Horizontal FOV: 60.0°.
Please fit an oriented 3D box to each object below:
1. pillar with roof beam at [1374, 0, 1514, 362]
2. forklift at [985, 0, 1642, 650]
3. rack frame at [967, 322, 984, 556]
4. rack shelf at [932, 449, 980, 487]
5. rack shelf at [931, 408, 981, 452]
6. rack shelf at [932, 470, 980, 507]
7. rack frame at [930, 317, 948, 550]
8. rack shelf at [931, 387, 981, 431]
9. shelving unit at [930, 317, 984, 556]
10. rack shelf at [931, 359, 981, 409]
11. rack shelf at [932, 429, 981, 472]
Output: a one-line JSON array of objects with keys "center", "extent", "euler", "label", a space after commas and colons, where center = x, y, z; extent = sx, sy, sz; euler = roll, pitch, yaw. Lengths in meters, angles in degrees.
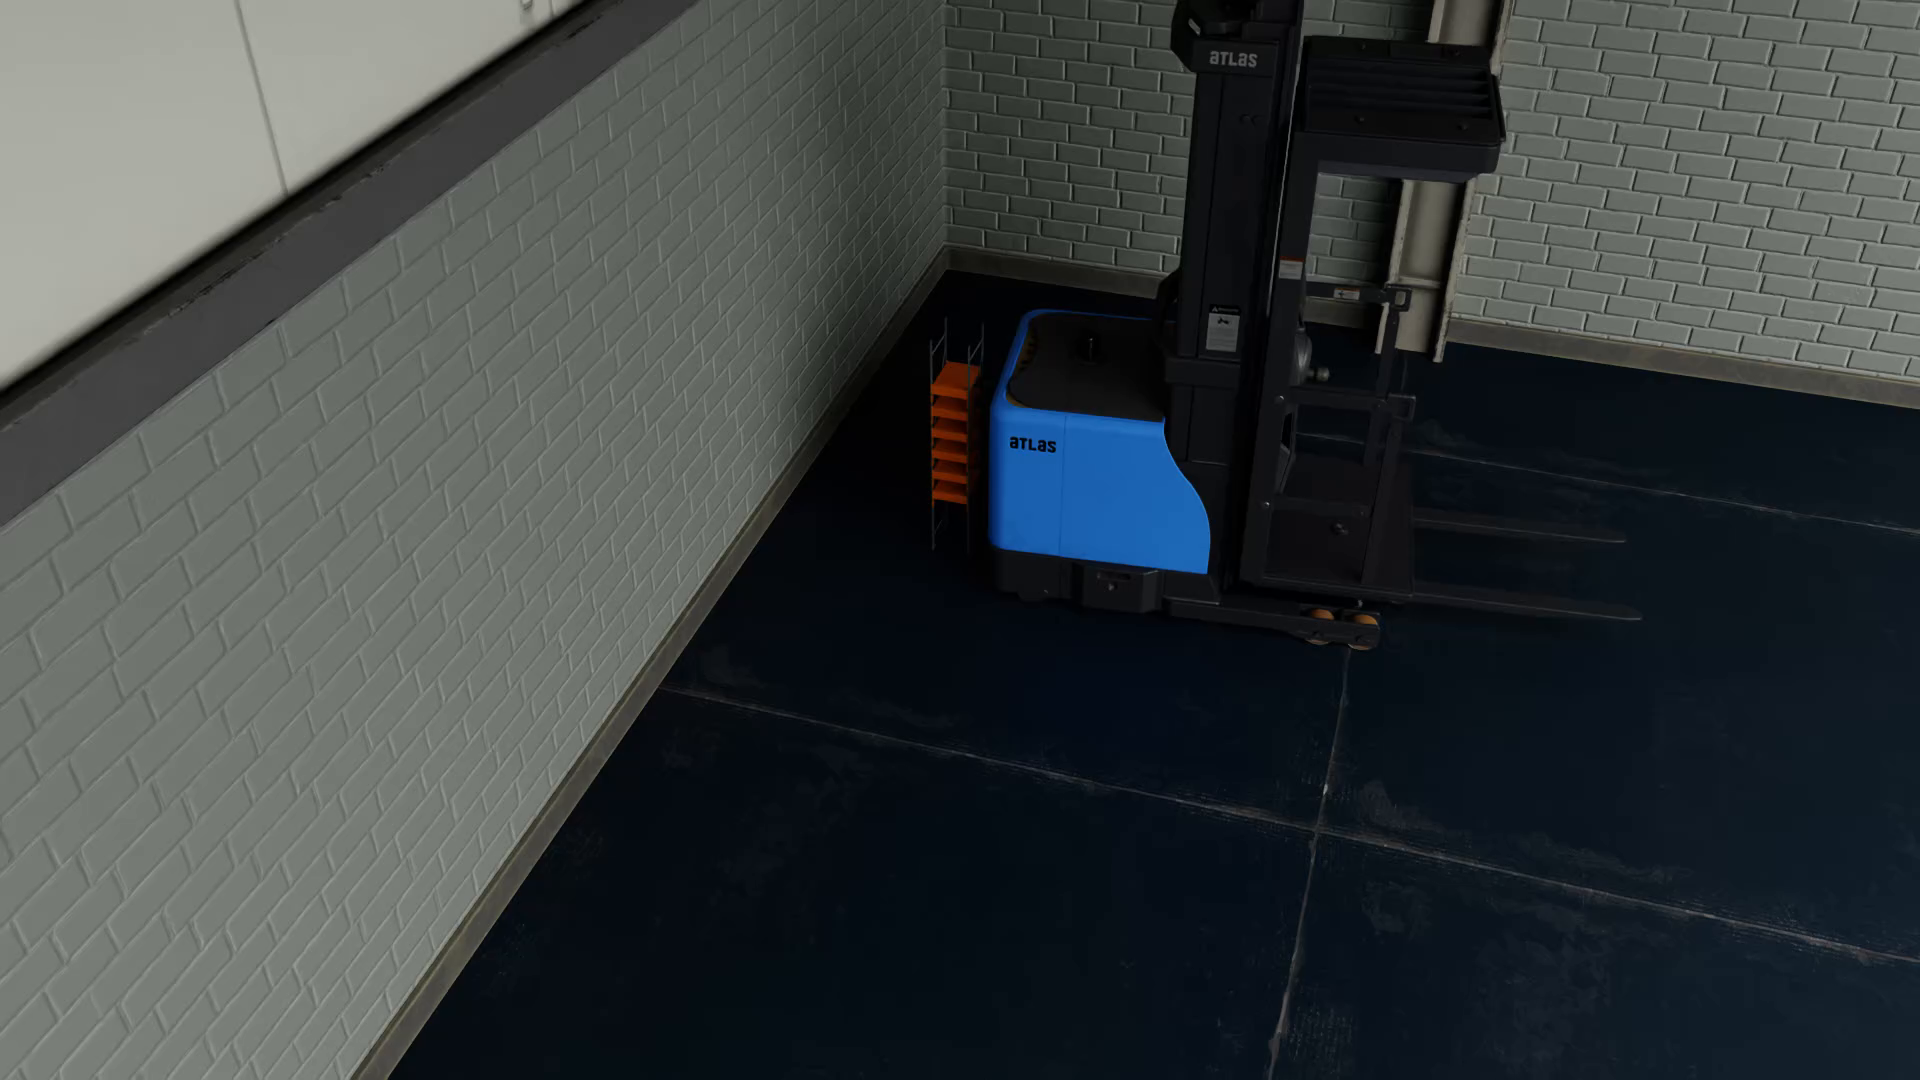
[{"center": [1.431, -2.363, 4.054], "extent": [0.400, 9.000, 9.100], "euler": [10, 38, 14], "label": "pillar with roof beam"}, {"center": [1.689, -1.014, 7.340], "extent": [3.031, 2.935, 1.130], "euler": [7, 37, 9], "label": "forklift"}, {"center": [0.074, -0.470, 8.061], "extent": [0.006, 1.200, 0.240], "euler": [10, 38, 14], "label": "rack frame"}, {"center": [-0.014, -0.353, 8.180], "extent": [0.180, 0.103, 0.258], "euler": [10, 38, 14], "label": "rack shelf"}, {"center": [-0.014, -0.547, 8.038], "extent": [0.180, 0.103, 0.258], "euler": [10, 38, 14], "label": "rack shelf"}, {"center": [-0.014, -0.257, 8.251], "extent": [0.180, 0.103, 0.258], "euler": [10, 38, 14], "label": "rack shelf"}, {"center": [-0.101, -0.502, 8.105], "extent": [0.006, 1.200, 0.240], "euler": [10, 38, 14], "label": "rack frame"}, {"center": [-0.014, -0.643, 7.967], "extent": [0.180, 0.103, 0.258], "euler": [10, 38, 14], "label": "rack shelf"}, {"center": [-0.014, -0.486, 8.083], "extent": [0.189, 1.200, 0.258], "euler": [10, 38, 14], "label": "shelving unit"}, {"center": [-0.014, -0.740, 7.896], "extent": [0.180, 0.103, 0.258], "euler": [10, 38, 14], "label": "rack shelf"}, {"center": [-0.014, -0.450, 8.109], "extent": [0.180, 0.103, 0.258], "euler": [10, 38, 14], "label": "rack shelf"}]
